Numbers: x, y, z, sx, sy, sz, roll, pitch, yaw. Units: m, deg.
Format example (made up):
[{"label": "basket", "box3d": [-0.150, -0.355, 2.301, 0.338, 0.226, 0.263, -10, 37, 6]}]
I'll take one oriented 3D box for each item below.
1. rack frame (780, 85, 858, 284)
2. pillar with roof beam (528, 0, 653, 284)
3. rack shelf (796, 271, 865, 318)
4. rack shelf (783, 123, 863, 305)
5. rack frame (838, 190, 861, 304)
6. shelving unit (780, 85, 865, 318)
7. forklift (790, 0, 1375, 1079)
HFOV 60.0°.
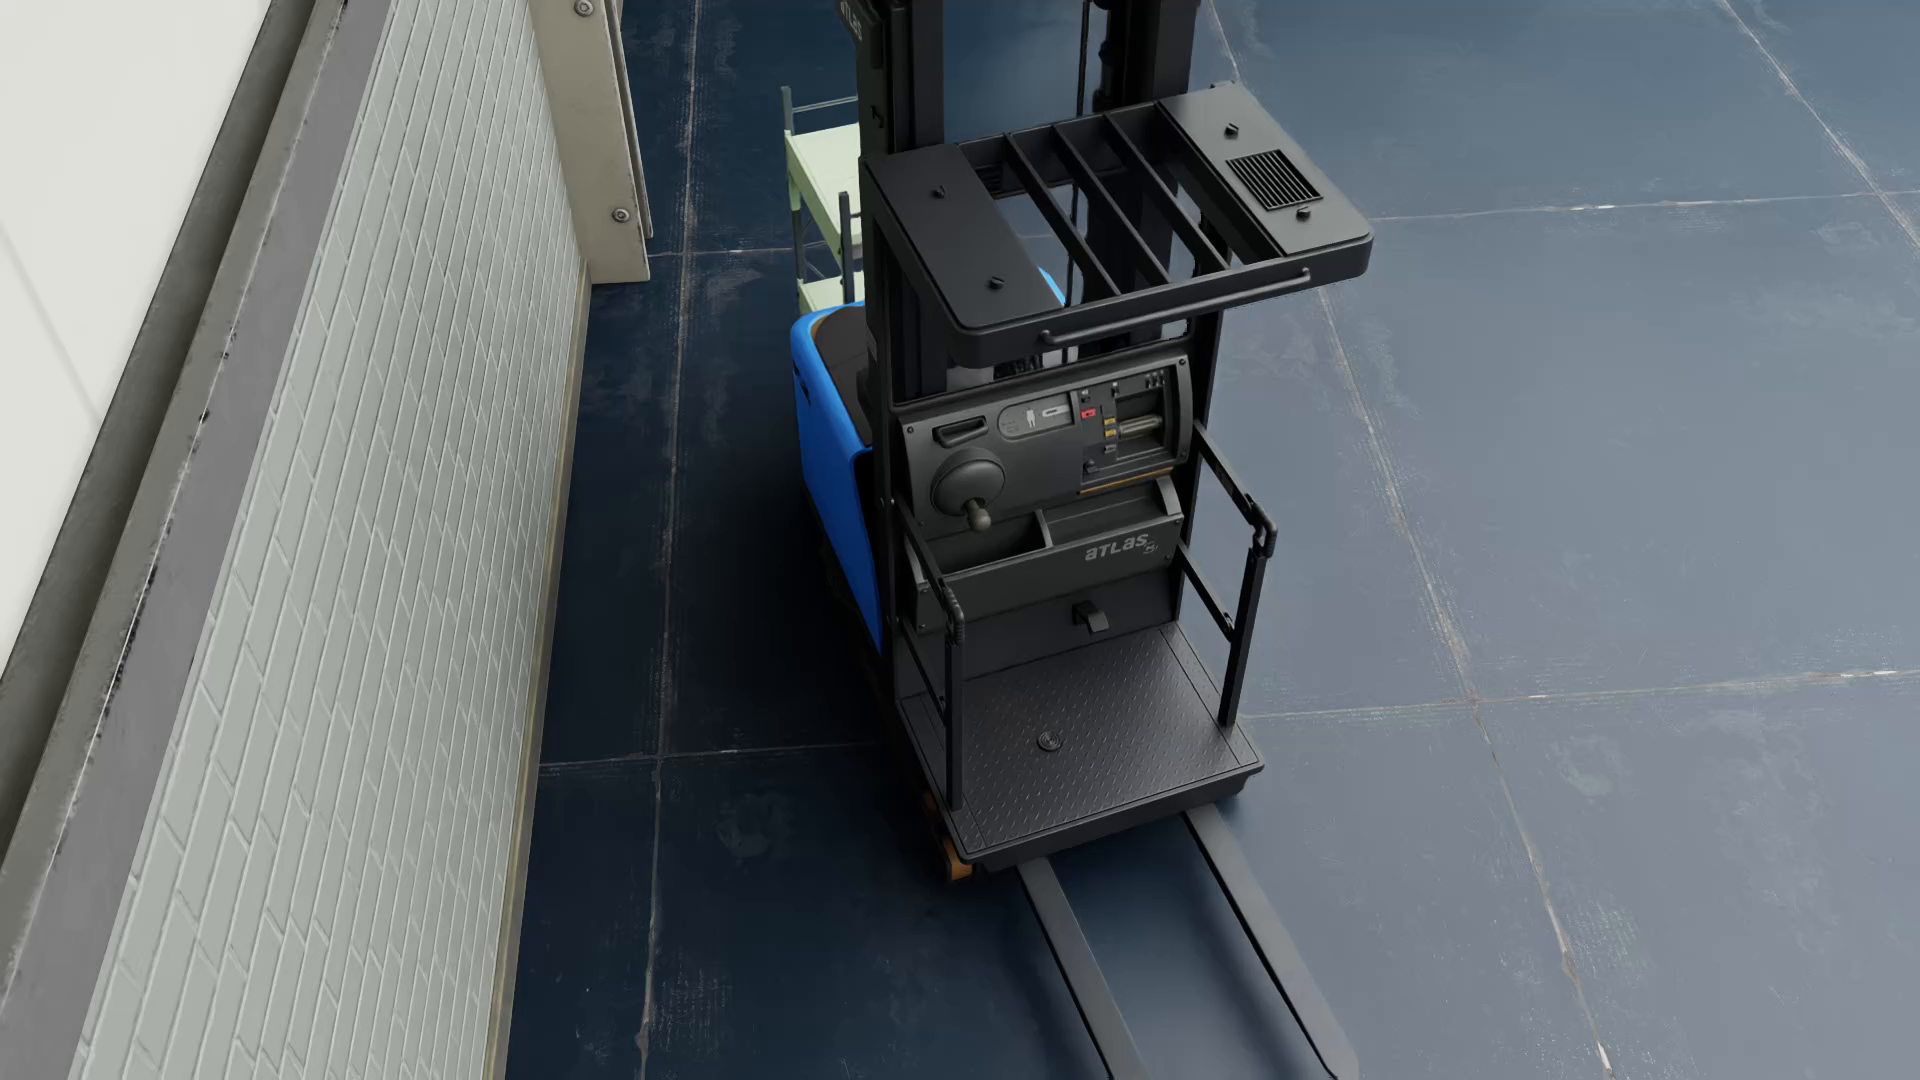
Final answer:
[{"label": "rack frame", "box3d": [-0.491, -1.247, 6.898, 0.400, 1.500, 0.023, -15, 48, -14]}, {"label": "pillar with roof beam", "box3d": [2.640, -4.725, 5.027, 9.100, 9.000, 0.400, -3, 47, -3]}, {"label": "rack shelf", "box3d": [-0.364, -0.773, 6.899, 0.431, 0.370, 0.720, -15, 48, -14]}, {"label": "rack shelf", "box3d": [-0.364, -1.266, 6.379, 0.431, 0.370, 0.720, -15, 48, -14]}, {"label": "rack frame", "box3d": [-0.237, -0.748, 6.426, 0.400, 1.500, 0.023, -15, 48, -14]}, {"label": "shelving unit", "box3d": [-0.364, -0.998, 6.662, 0.431, 1.500, 0.755, -15, 48, -14]}, {"label": "forklift", "box3d": [0.352, -0.202, 4.922, 1.130, 2.935, 3.031, -15, 48, -14]}]
